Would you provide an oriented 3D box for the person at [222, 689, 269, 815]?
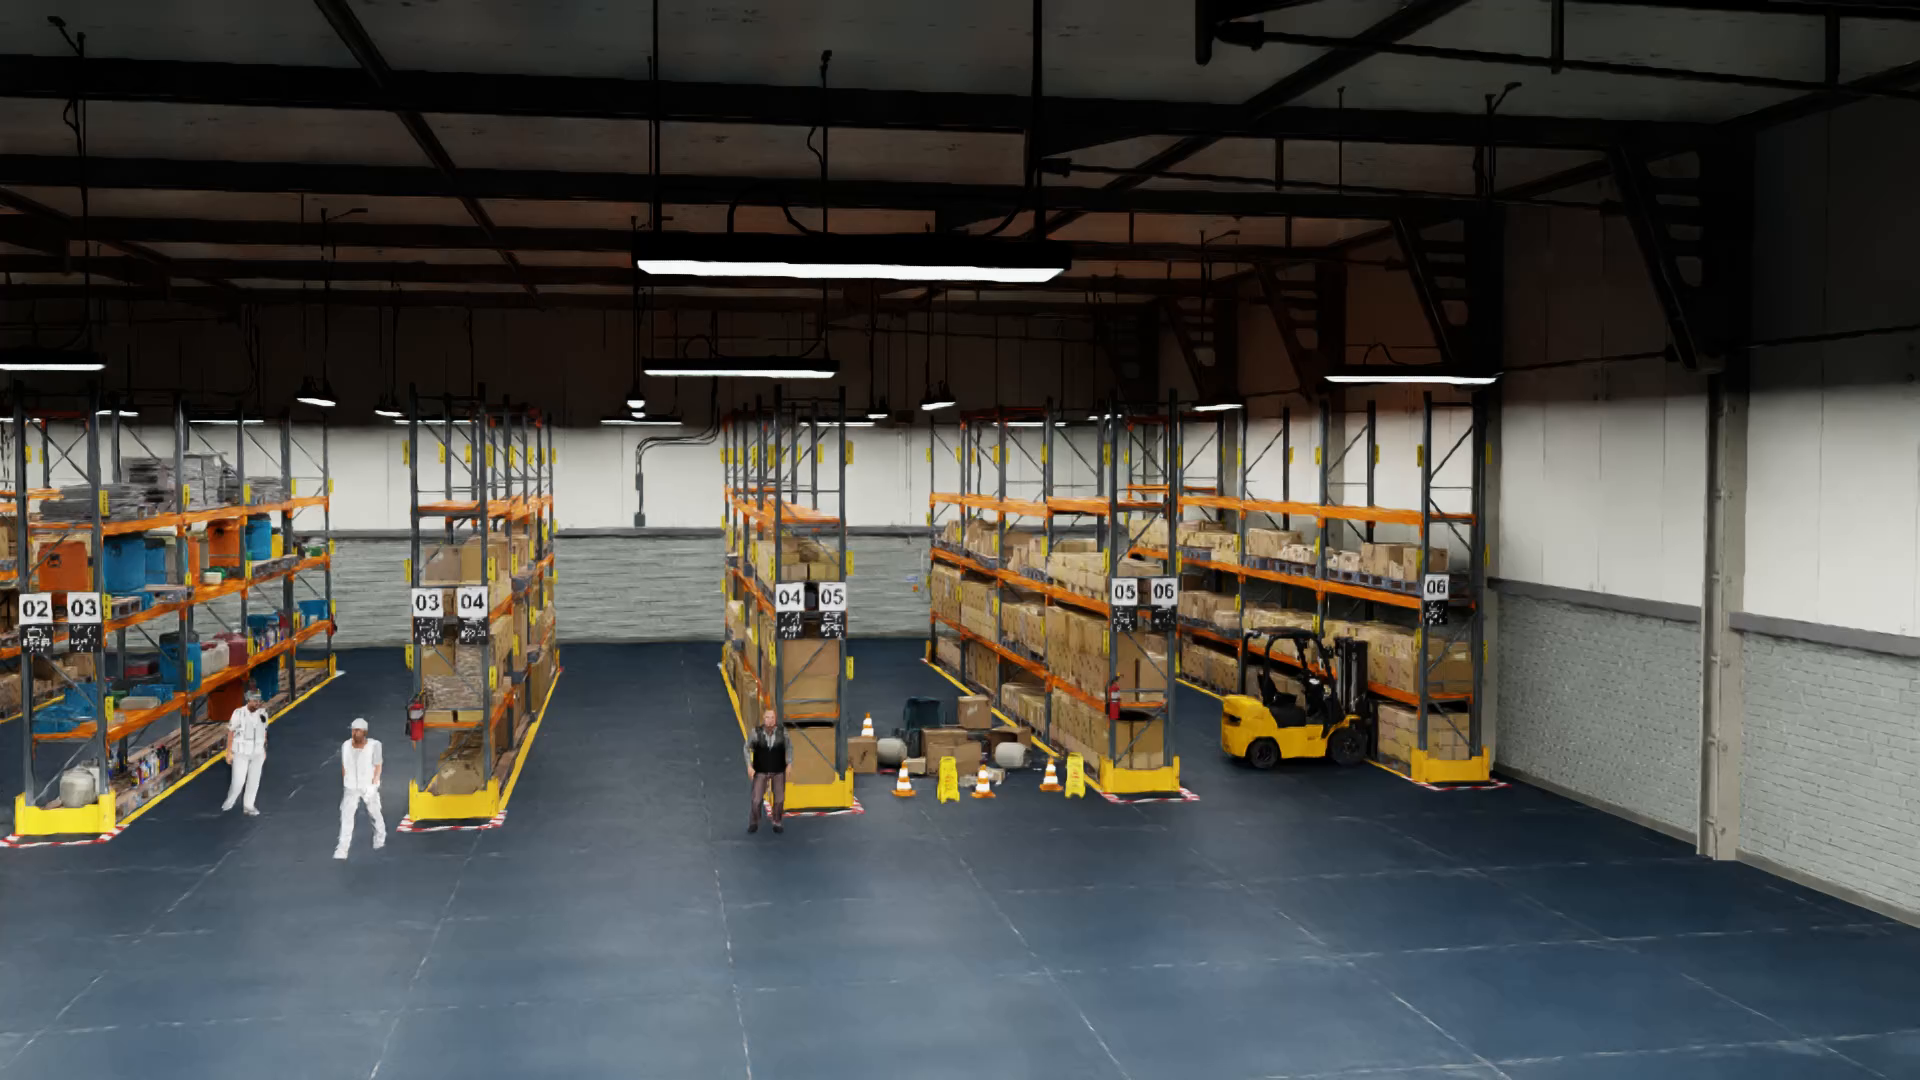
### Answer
[{"bbox_3d":[-9.995,2.949,23.256,0.560,1.753,0.602,3,4,42],"label":"person"}]

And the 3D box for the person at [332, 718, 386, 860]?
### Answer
[{"bbox_3d":[-7.472,3.076,20.745,0.553,1.724,1.036,0,3,-2],"label":"person"}]

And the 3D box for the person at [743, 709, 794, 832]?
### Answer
[{"bbox_3d":[-2.534,3.057,22.017,0.677,1.671,0.534,-1,3,-12],"label":"person"}]
